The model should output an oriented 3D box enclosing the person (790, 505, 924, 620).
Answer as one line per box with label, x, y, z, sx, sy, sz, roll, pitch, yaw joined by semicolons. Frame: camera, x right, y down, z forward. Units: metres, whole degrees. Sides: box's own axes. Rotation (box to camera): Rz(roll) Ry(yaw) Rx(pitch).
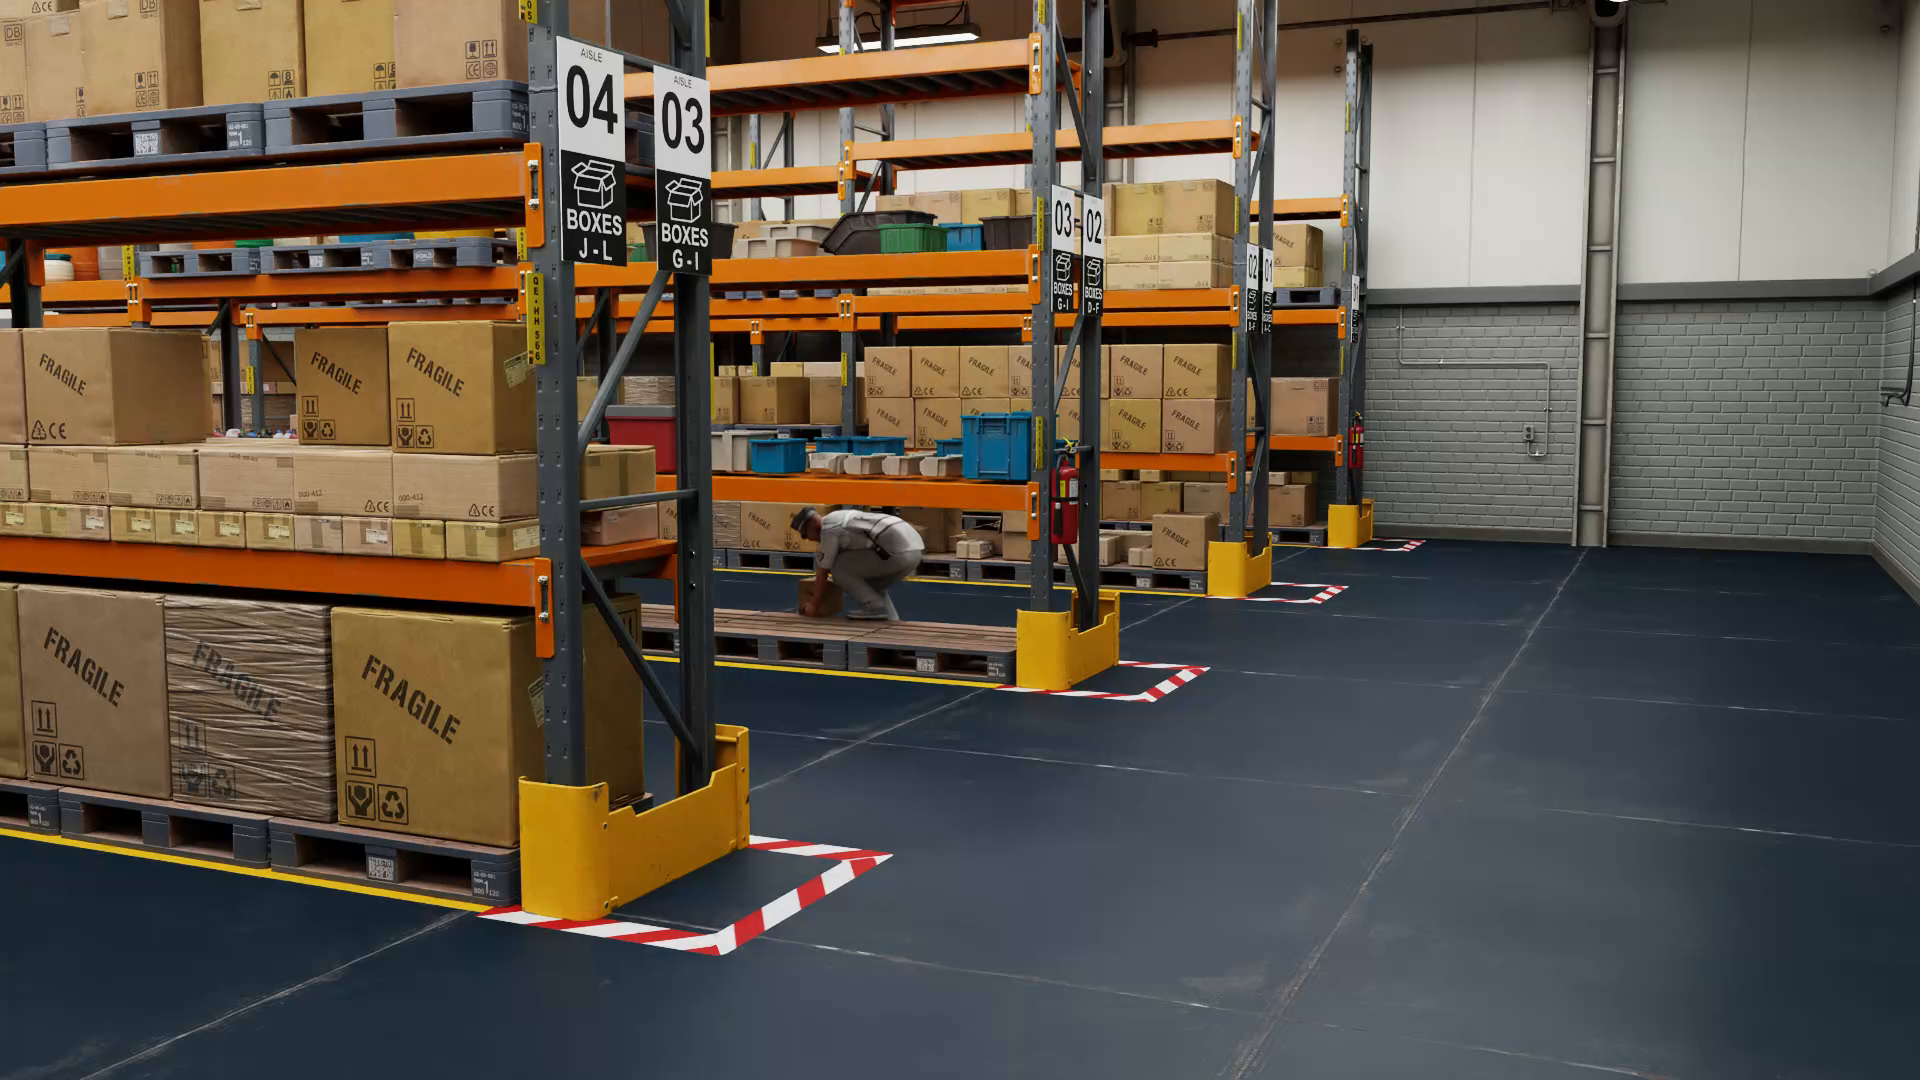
person;-0.785;0.264;12.468;1.026;1.043;0.553;2;6;21
